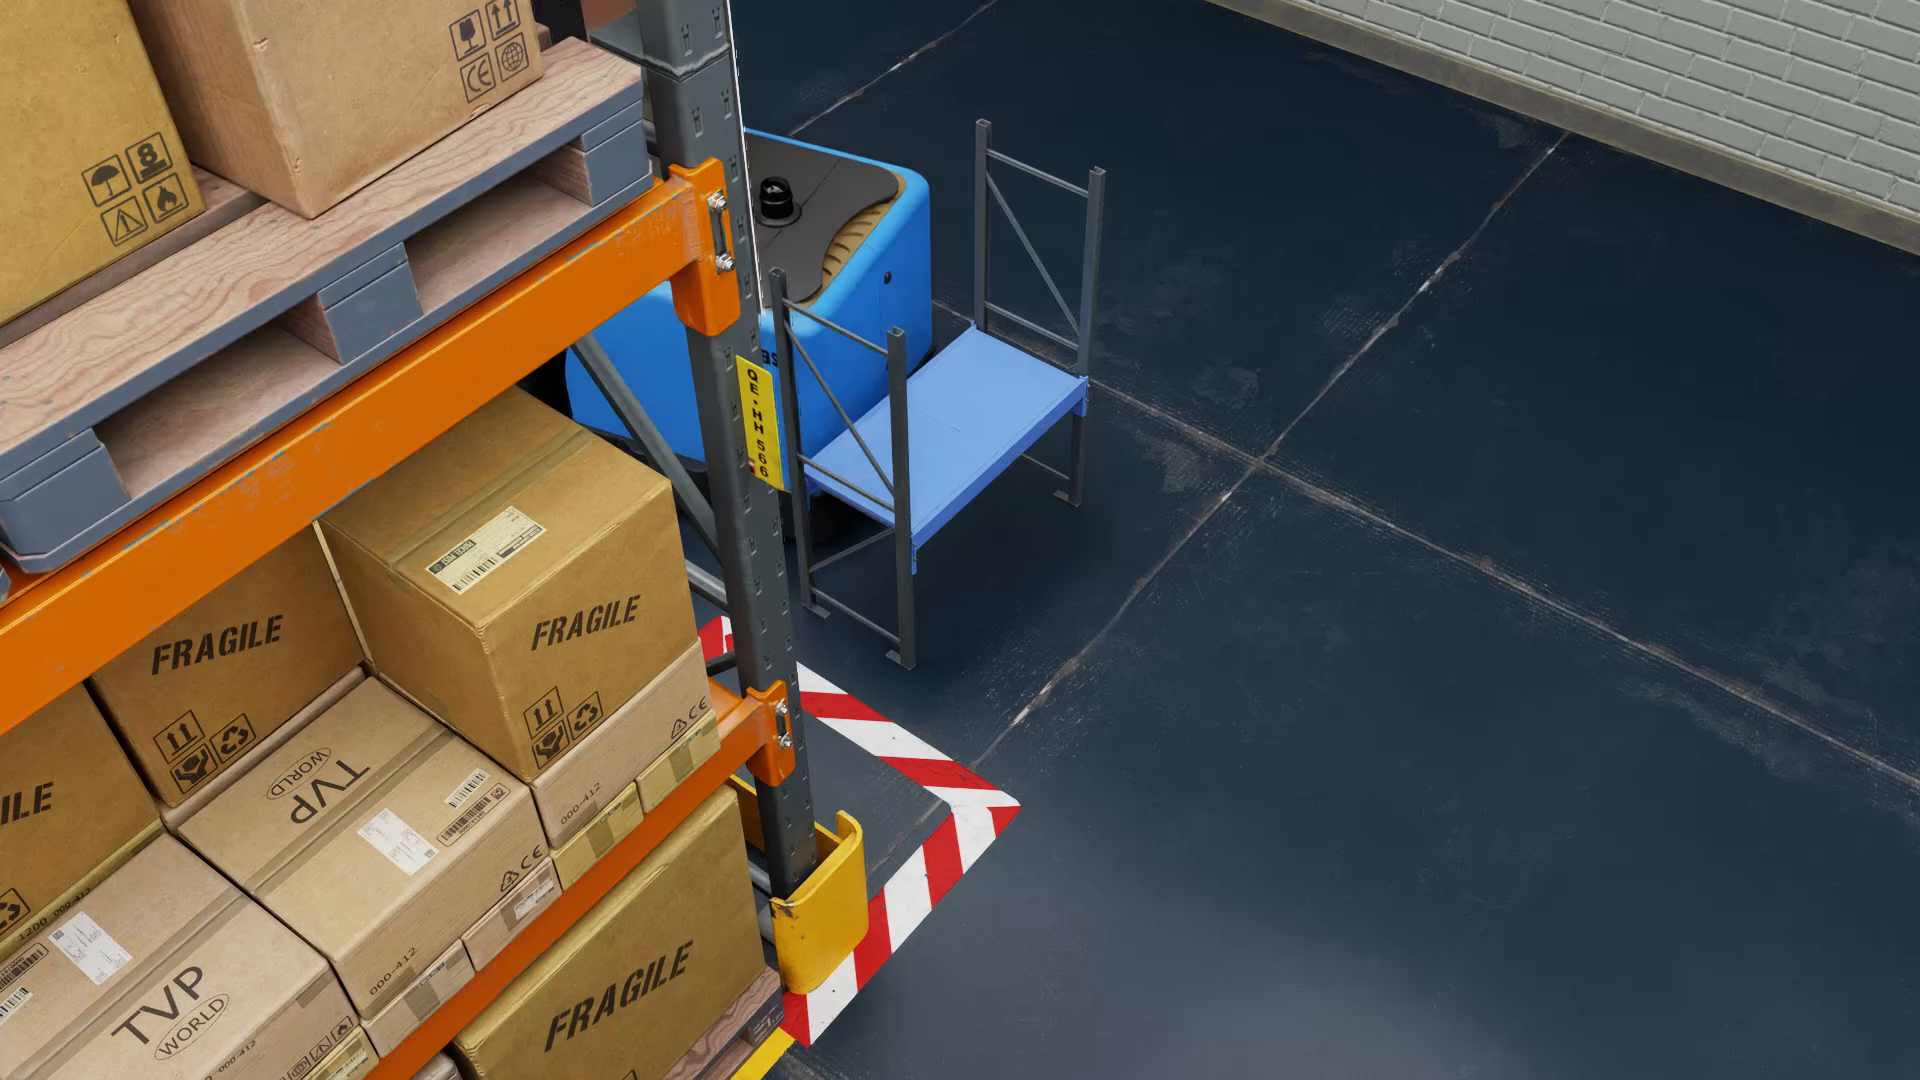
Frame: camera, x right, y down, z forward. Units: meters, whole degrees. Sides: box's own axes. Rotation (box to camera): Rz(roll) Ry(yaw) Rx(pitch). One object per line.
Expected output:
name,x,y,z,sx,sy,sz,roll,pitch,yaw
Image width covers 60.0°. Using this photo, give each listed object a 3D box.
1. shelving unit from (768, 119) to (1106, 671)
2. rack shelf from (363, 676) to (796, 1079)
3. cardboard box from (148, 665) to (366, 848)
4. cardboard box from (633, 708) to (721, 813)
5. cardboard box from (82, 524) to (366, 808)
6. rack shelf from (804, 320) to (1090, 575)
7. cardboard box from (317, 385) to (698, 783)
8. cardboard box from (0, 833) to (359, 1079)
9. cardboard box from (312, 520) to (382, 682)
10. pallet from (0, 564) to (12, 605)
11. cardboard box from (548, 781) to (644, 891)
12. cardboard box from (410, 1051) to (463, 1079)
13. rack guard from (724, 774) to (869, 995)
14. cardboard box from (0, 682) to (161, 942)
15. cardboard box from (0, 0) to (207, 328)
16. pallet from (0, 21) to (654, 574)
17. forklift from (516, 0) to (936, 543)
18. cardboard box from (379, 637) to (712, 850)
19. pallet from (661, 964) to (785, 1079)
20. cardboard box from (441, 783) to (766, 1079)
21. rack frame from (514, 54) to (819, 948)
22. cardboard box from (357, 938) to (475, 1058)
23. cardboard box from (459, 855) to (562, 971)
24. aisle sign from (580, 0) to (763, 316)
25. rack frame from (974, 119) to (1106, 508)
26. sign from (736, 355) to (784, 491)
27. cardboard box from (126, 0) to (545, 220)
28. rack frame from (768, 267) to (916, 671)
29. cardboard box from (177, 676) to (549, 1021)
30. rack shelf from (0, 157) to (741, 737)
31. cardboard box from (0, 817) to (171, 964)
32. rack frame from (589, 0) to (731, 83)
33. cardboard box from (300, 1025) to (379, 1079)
shelving unit,-0.052,-0.469,5.661,0.538,1.500,1.048,29,53,25
rack shelf,-2.059,1.388,3.347,1.077,0.370,4.000,29,53,25
cardboard box,-1.655,0.400,3.691,0.500,0.250,0.500,29,53,25
cardboard box,-0.793,0.431,3.937,0.380,0.149,0.250,30,53,26
cardboard box,-1.649,0.127,3.434,0.500,0.500,0.500,28,52,24
rack shelf,-0.052,-0.345,5.791,0.538,0.185,1.000,29,53,25
cardboard box,-0.926,0.080,3.478,0.500,0.500,0.500,30,53,25
cardboard box,-1.544,0.920,3.194,0.500,0.250,0.500,27,52,24
cardboard box,-1.343,0.100,3.978,0.500,0.250,0.500,28,52,24
pallet,-2.027,0.120,2.048,1.003,0.211,1.213,29,53,25
cardboard box,-0.951,0.581,3.794,0.380,0.149,0.250,30,53,25
cardboard box,-1.720,1.506,3.916,0.875,0.875,0.875,29,53,25
rack guard,-0.821,0.845,5.097,1.175,0.500,0.348,29,53,25
cardboard box,-1.961,0.426,3.148,0.500,0.500,0.500,28,52,24
cardboard box,-1.551,-0.665,2.308,0.700,0.500,0.500,27,52,24
pallet,-1.281,-0.581,2.718,1.003,0.211,1.213,29,53,25
forklift,-1.659,-1.714,5.861,3.031,2.935,1.130,18,49,16
cardboard box,-0.922,0.339,3.750,0.500,0.250,0.500,28,53,24
pallet,-1.263,1.451,4.718,1.003,0.211,1.213,29,53,25
cardboard box,-1.164,0.986,4.413,0.875,0.875,0.875,29,53,25
rack frame,-0.836,-0.005,4.180,1.000,3.000,0.127,29,53,25
cardboard box,-1.259,0.867,3.521,0.380,0.149,0.250,30,53,26
cardboard box,-1.106,0.725,3.657,0.380,0.149,0.250,29,53,25
aisle sign,-0.554,-0.811,3.153,0.394,0.787,0.004,29,53,25
rack frame,0.259,-0.760,5.939,0.500,1.500,0.032,29,53,25
sign,-0.415,-0.239,3.439,0.100,0.325,0.005,29,53,25
cardboard box,-1.111,-0.934,2.564,0.700,0.500,0.500,26,52,23
rack frame,-0.363,-0.178,5.383,0.500,1.500,0.032,29,53,25
cardboard box,-1.233,0.629,3.473,0.500,0.250,0.500,28,53,24
rack shelf,-2.059,0.352,2.262,1.077,0.370,4.000,29,53,25
cardboard box,-1.966,0.686,3.418,0.500,0.250,0.500,28,52,24
rack frame,-0.836,-2.077,2.011,1.000,3.000,0.127,29,53,25
cardboard box,-1.416,1.016,3.378,0.380,0.149,0.250,28,52,24
